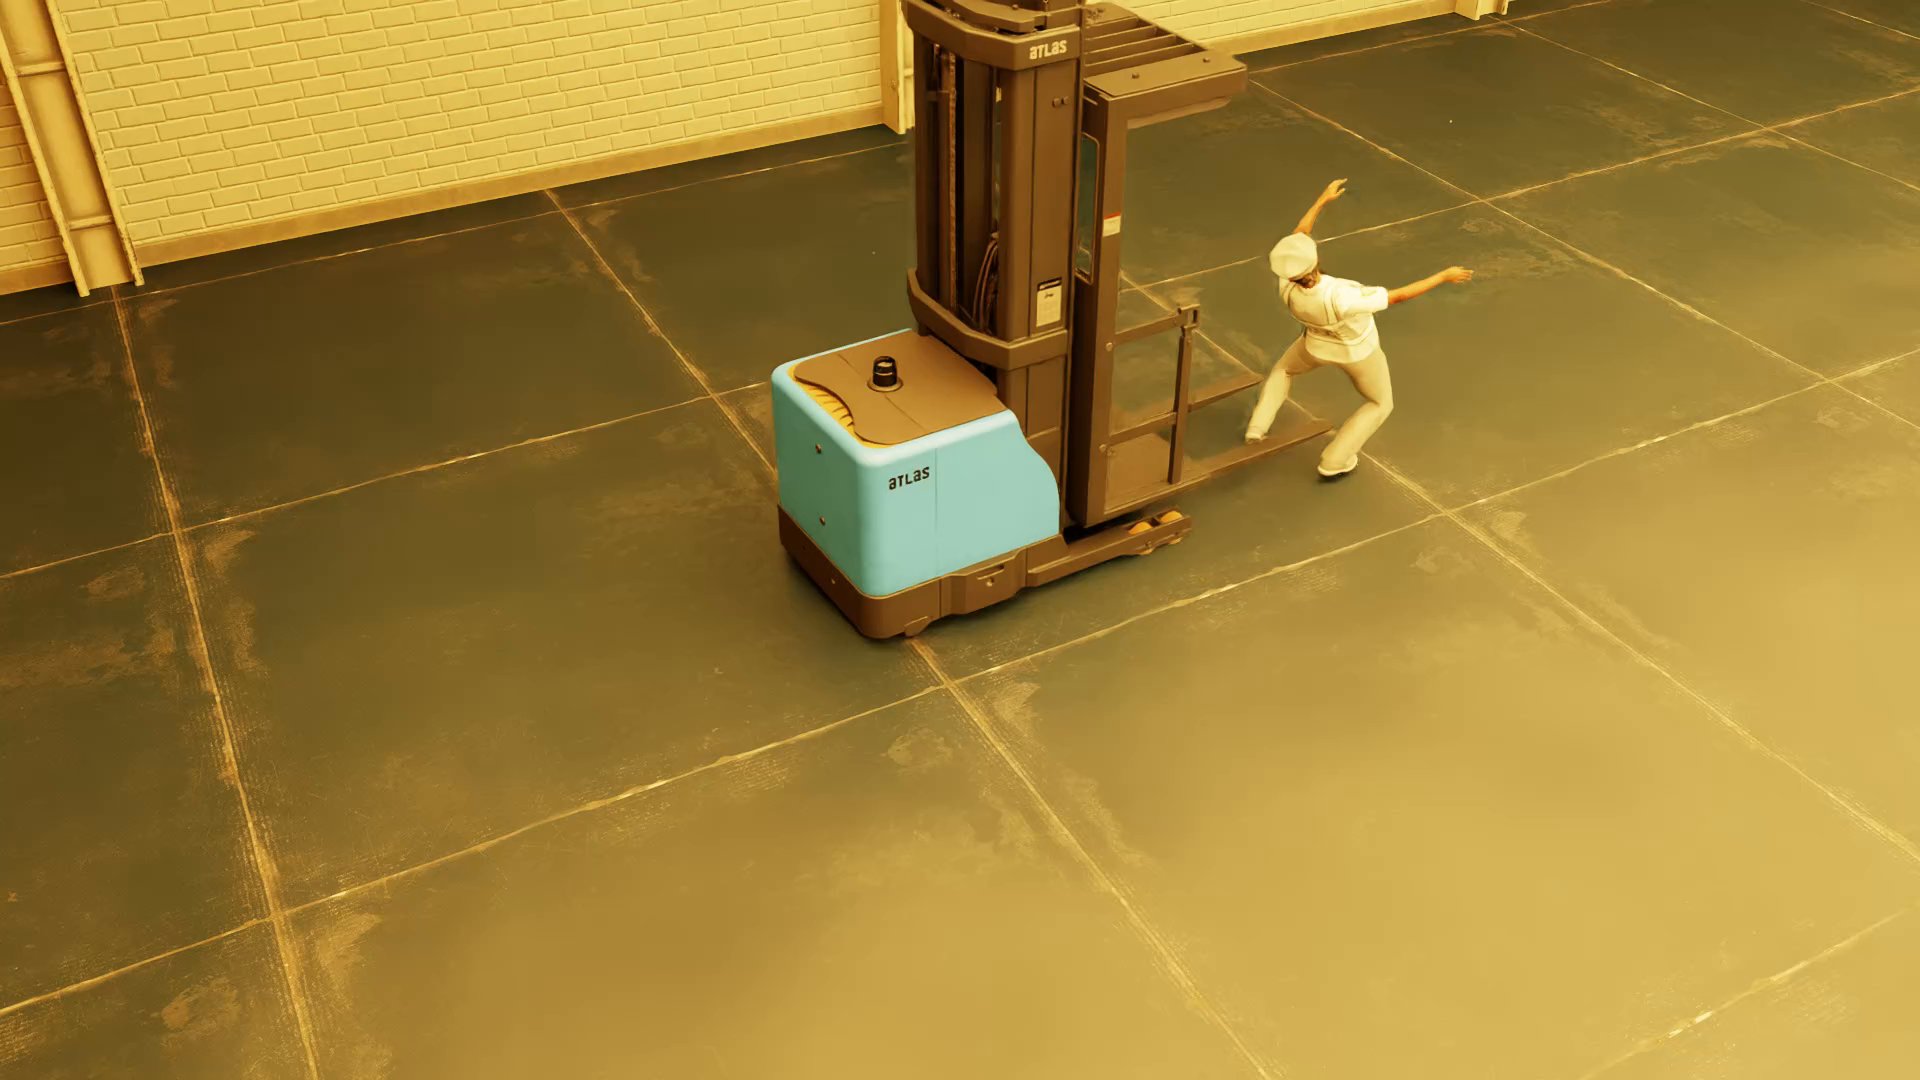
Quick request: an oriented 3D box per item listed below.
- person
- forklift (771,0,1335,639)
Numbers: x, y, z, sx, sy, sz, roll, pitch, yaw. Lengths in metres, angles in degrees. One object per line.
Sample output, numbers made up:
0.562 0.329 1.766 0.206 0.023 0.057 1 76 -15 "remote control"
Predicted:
2.048 -1.002 8.714 0.993 1.543 0.695 19 40 25 "person"
0.605 -1.360 8.047 3.031 2.935 1.130 -19 40 -25 "forklift"
